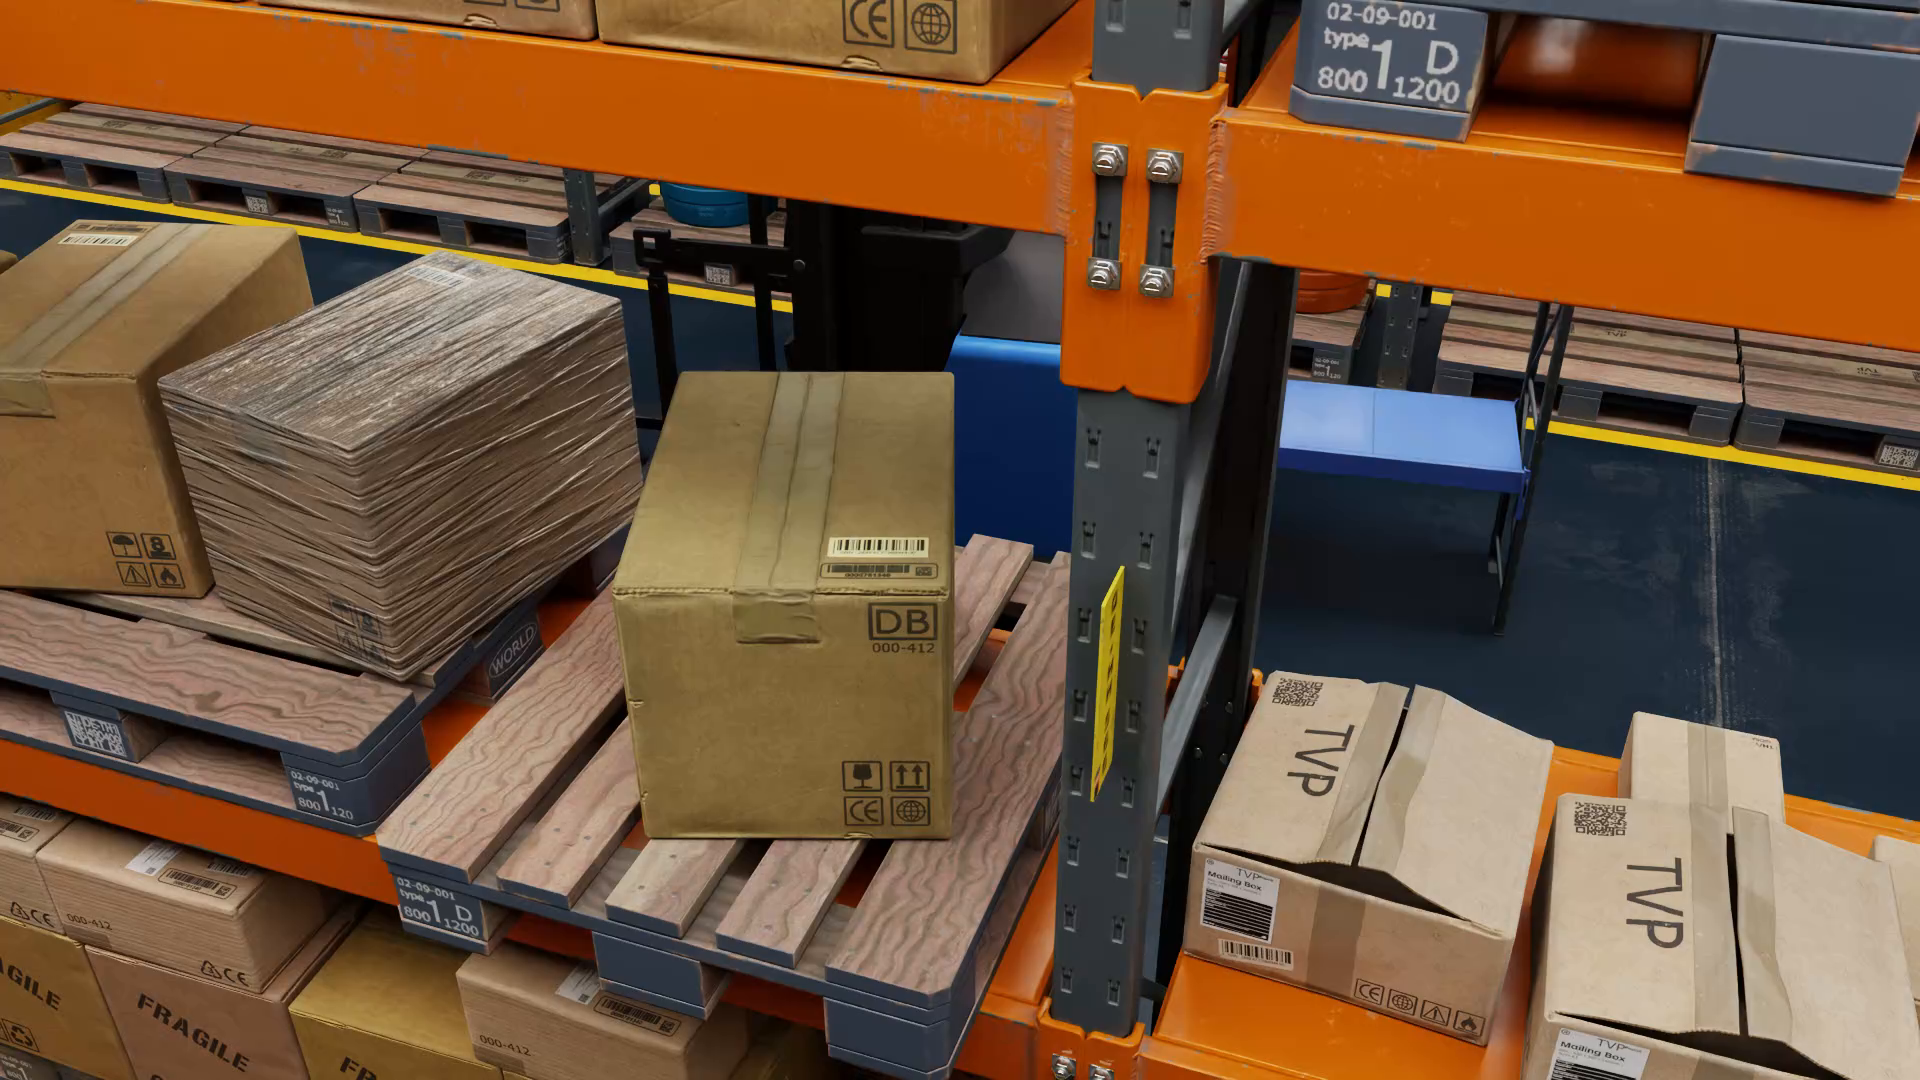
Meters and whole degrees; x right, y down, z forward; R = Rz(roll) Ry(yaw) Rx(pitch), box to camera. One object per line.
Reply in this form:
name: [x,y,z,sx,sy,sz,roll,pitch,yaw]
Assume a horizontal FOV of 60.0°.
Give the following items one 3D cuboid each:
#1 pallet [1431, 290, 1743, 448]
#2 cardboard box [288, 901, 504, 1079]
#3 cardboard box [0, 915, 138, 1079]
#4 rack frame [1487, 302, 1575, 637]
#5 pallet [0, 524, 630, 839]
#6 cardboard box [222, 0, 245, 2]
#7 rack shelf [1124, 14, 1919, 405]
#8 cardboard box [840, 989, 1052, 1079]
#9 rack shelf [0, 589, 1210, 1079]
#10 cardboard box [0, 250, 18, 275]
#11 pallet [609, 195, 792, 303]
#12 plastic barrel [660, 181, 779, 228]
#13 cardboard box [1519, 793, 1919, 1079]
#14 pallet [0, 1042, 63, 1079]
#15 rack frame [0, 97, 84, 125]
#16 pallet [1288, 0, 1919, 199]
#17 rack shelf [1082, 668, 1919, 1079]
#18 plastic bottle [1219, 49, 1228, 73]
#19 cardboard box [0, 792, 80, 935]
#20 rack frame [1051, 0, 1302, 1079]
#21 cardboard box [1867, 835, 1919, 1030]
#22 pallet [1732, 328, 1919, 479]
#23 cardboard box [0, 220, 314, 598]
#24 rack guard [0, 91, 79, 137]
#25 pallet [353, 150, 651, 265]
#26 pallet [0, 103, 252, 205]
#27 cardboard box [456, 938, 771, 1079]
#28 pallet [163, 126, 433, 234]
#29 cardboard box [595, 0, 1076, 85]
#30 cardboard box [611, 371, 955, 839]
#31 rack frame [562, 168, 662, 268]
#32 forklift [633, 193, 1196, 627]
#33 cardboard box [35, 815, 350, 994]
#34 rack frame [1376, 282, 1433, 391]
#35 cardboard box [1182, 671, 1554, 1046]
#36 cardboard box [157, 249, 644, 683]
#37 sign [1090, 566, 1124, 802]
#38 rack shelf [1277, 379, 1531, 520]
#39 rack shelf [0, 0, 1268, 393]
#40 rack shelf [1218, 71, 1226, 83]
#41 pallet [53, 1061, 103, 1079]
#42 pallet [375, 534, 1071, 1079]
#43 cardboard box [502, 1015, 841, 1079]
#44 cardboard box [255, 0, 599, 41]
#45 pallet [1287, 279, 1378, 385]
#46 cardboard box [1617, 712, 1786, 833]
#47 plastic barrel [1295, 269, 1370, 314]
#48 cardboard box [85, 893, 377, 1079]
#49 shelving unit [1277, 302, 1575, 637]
pallet: [2.760,-0.829,7.339,1.213,0.211,1.003,11,34,16]
cardboard box: [-1.078,1.086,3.702,0.500,0.500,0.500,10,34,15]
cardboard box: [-2.050,0.900,3.989,0.500,0.500,0.500,11,35,17]
rack frame: [1.910,-0.430,5.533,0.032,1.500,0.500,7,33,10]
pallet: [-1.463,0.094,3.516,1.213,0.211,1.003,11,34,16]
cardboard box: [-1.023,-1.187,2.465,0.500,0.500,0.910,11,34,16]
rack shelf: [2.252,-0.225,1.731,4.000,0.370,1.077,11,34,16]
cardboard box: [0.037,1.003,3.830,0.500,0.500,0.500,12,35,18]
rack shelf: [-1.514,0.303,3.679,4.000,0.370,1.077,11,34,16]
cardboard box: [-2.357,-0.289,3.453,0.500,0.500,0.700,17,36,24]
pallet: [-1.010,-1.560,8.471,1.213,0.211,1.003,11,34,16]
plastic barrel: [-1.216,-2.080,8.254,0.708,0.901,0.600,11,34,16]
cardboard box: [1.146,0.667,2.534,0.500,0.311,0.500,11,34,16]
pallet: [-2.618,0.936,4.606,1.213,0.211,1.003,11,34,16]
rack frame: [-5.487,-3.626,9.100,0.127,3.000,1.000,11,34,16]
pallet: [1.038,-0.736,2.033,1.003,0.211,1.213,13,35,19]
rack shelf: [2.252,1.035,2.545,4.000,0.370,1.077,11,34,16]
plastic bottle: [1.107,-2.025,6.804,0.097,0.201,0.097,0,33,0]
cardboard box: [-2.082,0.581,3.792,0.500,0.250,0.500,11,34,17]
rack frame: [0.368,0.368,2.914,0.053,2.616,0.949,11,34,16]
cardboard box: [1.588,0.677,2.668,0.250,0.149,0.380,14,35,20]
pallet: [3.904,-0.605,6.992,1.213,0.211,1.003,11,34,16]
cardboard box: [-1.713,-0.292,3.457,0.500,0.500,0.700,3,33,4]
rack guard: [-5.514,-2.573,9.775,0.348,0.500,1.175,11,34,16]
pallet: [-2.427,-1.837,8.901,1.213,0.211,1.003,11,34,16]
pallet: [-4.724,-2.284,9.592,1.213,0.211,1.003,11,34,16]
cardboard box: [-0.645,0.858,3.364,0.500,0.250,0.500,12,35,18]
pallet: [-3.580,-2.059,9.245,1.213,0.211,1.003,11,34,16]
cardboard box: [-0.053,-0.998,2.173,0.500,0.500,0.910,11,34,16]
cardboard box: [-0.262,0.091,2.865,0.500,0.500,0.700,0,33,0]
rack frame: [-1.722,-2.894,7.967,0.127,3.000,1.000,11,34,16]
forklift: [-0.611,-1.304,5.568,3.031,2.935,1.130,7,33,10]
cardboard box: [-1.610,0.673,3.651,0.500,0.250,0.500,10,34,16]
rack frame: [2.044,-2.162,6.833,0.127,3.000,1.000,11,34,16]
cardboard box: [0.697,0.493,2.803,0.500,0.311,0.500,13,35,19]
cardboard box: [-1.058,-0.174,3.275,0.500,0.500,0.700,18,37,25]
sign: [0.195,0.192,2.192,0.005,0.325,0.100,11,34,16]
rack shelf: [1.413,-0.339,5.723,1.000,0.185,0.538,7,33,10]
rack shelf: [-1.514,-0.957,2.865,4.000,0.370,1.077,11,34,16]
rack shelf: [0.161,-2.226,7.595,4.000,0.370,1.077,11,34,16]
pallet: [-1.466,1.158,4.262,1.213,0.211,1.003,11,34,16]
pallet: [-0.293,0.359,3.105,1.003,0.211,1.213,11,34,16]
cardboard box: [-0.591,1.181,3.555,0.500,0.500,0.500,12,35,18]
cardboard box: [-0.533,-1.091,2.317,0.500,0.500,0.910,11,34,16]
pallet: [1.287,-1.113,7.780,1.213,0.211,1.003,11,34,16]
cardboard box: [1.309,0.496,2.948,0.250,0.149,0.380,11,34,16]
plastic barrel: [1.577,-1.507,7.433,0.708,0.830,0.600,11,34,16]
cardboard box: [-1.574,0.993,3.845,0.500,0.500,0.500,10,34,15]
shelving unit: [1.413,-0.490,5.626,1.048,1.500,0.538,7,33,10]
